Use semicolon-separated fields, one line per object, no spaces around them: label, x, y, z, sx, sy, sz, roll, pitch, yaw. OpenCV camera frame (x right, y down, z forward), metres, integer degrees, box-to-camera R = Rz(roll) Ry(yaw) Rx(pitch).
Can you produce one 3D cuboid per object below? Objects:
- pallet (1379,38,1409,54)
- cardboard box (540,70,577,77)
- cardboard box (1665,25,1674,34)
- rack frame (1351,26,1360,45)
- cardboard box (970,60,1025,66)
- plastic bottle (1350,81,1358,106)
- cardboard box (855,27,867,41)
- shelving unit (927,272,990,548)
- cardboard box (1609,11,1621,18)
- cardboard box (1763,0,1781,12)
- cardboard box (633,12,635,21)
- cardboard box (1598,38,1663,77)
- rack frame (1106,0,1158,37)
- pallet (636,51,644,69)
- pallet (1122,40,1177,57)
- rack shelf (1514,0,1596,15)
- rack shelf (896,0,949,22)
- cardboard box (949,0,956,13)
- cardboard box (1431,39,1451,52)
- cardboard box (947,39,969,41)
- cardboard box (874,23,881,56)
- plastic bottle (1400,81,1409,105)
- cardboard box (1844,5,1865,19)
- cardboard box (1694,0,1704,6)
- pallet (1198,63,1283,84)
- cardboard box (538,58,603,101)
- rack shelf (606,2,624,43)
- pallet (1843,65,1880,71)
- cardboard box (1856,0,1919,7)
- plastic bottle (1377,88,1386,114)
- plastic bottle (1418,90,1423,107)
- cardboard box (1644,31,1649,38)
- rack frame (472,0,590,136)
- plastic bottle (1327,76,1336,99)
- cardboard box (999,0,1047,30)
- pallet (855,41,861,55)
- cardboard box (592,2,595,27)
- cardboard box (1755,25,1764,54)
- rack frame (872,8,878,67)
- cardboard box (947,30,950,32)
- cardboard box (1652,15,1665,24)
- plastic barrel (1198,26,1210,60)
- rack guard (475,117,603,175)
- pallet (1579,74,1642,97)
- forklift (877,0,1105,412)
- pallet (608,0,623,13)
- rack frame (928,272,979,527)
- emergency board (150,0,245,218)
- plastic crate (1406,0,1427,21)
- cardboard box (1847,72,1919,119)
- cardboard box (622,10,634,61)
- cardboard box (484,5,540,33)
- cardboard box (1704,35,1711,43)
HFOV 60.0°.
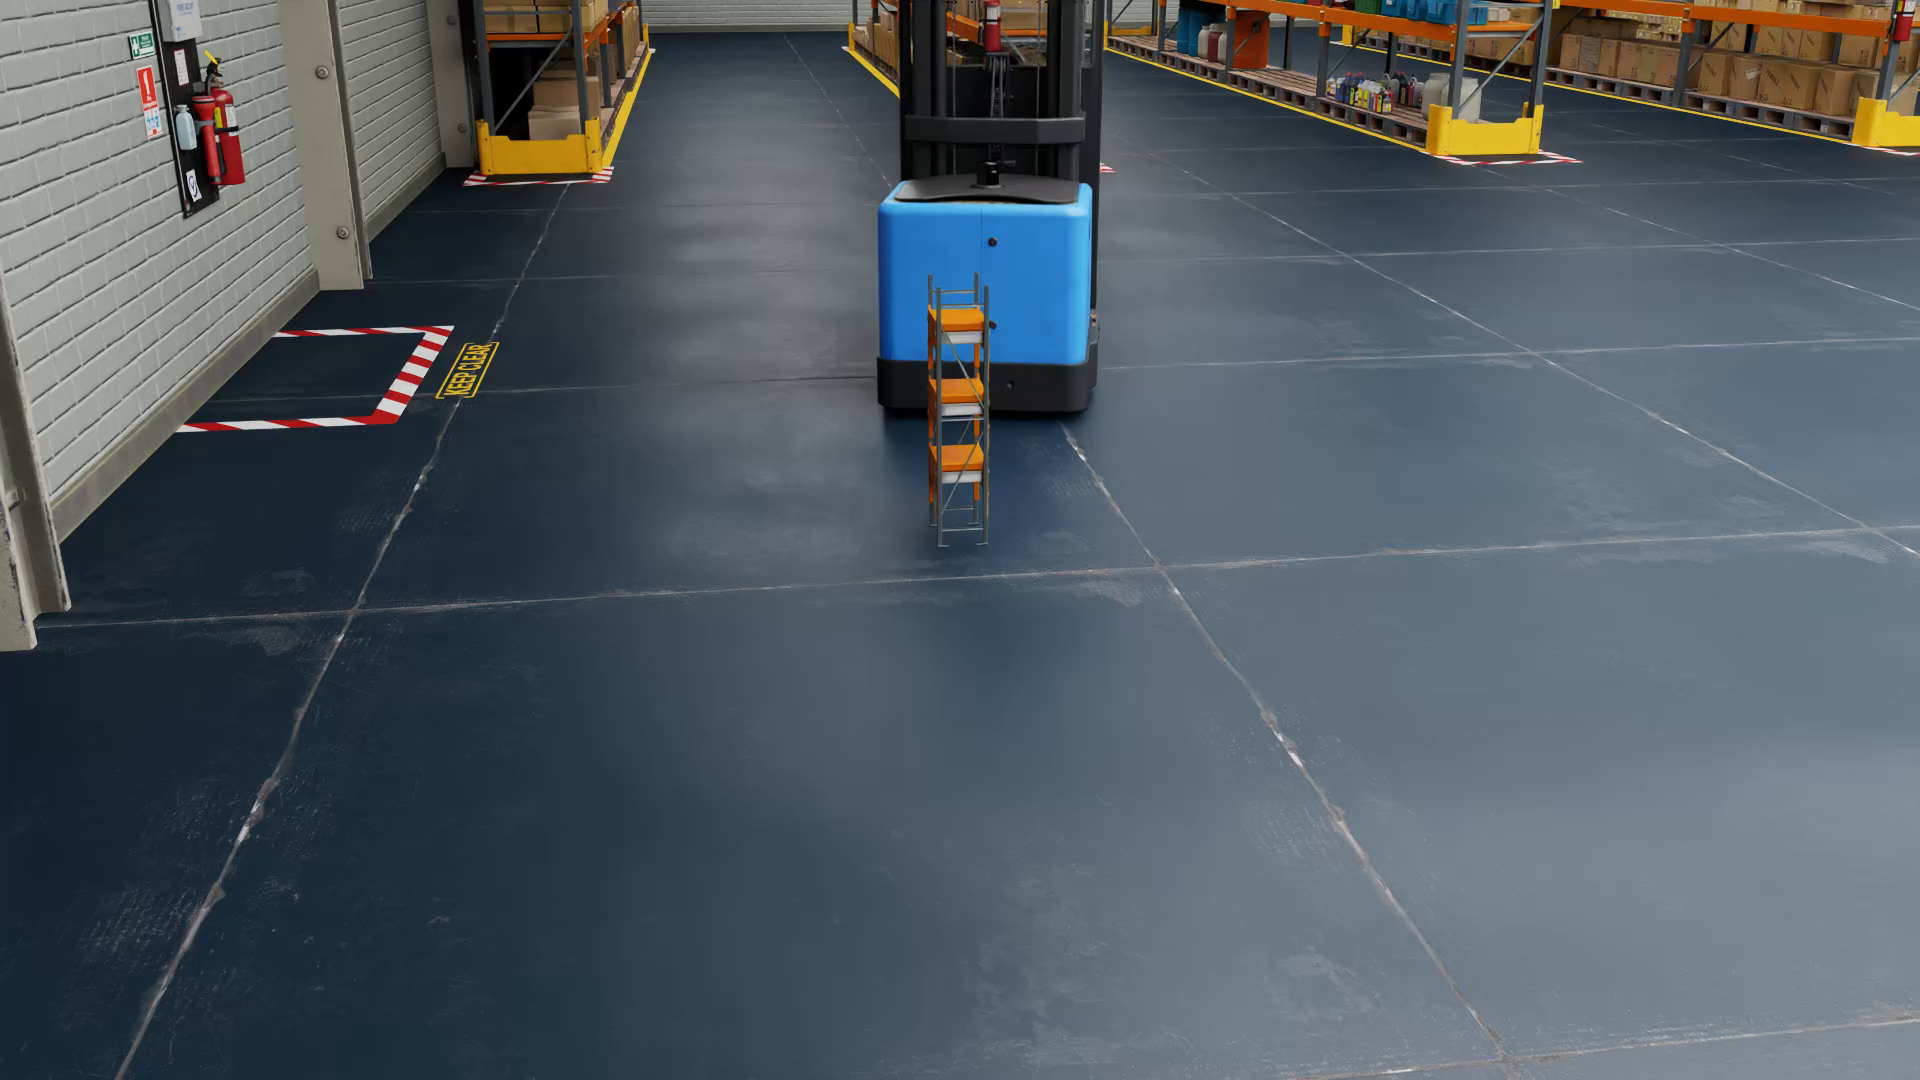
pallet;8.622;-9.335;31.407;1.003;0.211;1.213;-3;21;-8
cardboard box;-4.529;-5.109;19.051;0.500;0.500;0.500;-4;21;-12
cardboard box;13.289;-9.444;30.764;0.380;0.149;0.250;-4;21;-10
rack frame;8.257;-11.335;32.778;1.000;3.000;0.127;-3;21;-8
cardboard box;0.388;-4.728;17.345;0.500;0.500;0.500;-3;21;-8
plastic bottle;4.801;-5.439;20.246;0.061;0.283;0.133;-2;21;-5
cardboard box;-1.677;-9.379;30.842;0.500;0.250;0.500;-3;21;-8
shelving unit;-0.008;-0.510;6.582;0.215;1.050;0.252;-3;21;-8
cardboard box;12.987;-10.309;32.654;0.380;0.149;0.250;-3;21;-8
cardboard box;9.949;-6.455;20.070;0.380;0.149;0.250;-3;21;-8
cardboard box;-5.747;-8.922;28.363;0.380;0.149;0.250;-2;21;-6
cardboard box;9.707;-6.982;24.067;0.700;0.500;0.500;-1;21;-3
rack frame;3.355;-11.085;32.110;1.000;3.000;0.127;-3;21;-8
pallet;-5.904;-8.162;28.267;1.003;0.211;1.213;-3;21;-8
pallet;3.608;-9.070;30.699;1.003;0.211;1.213;-3;21;-8
rack shelf;9.122;-8.921;27.342;1.077;0.370;4.000;-3;21;-8
rack shelf;-0.105;-7.038;22.300;1.077;0.370;4.000;-3;21;-8
cardboard box;0.253;-6.576;19.892;0.700;0.500;0.500;-3;21;-9
cardboard box;8.945;-8.931;28.778;1.225;0.875;0.875;-3;21;-8
cardboard box;0.007;-6.890;23.404;0.500;0.311;0.500;-3;21;-9
cardboard box;-1.142;-8.307;27.615;0.500;0.500;0.500;-4;21;-10
plastic bottle;5.440;-5.464;20.311;0.061;0.283;0.133;-3;21;-8
cardboard box;10.195;-5.937;18.683;0.380;0.149;0.250;-3;21;-8
cardboard box;9.720;-6.973;21.458;0.380;0.149;0.250;-3;21;-8
pallet;4.354;-7.280;25.907;1.003;0.211;1.213;-3;21;-8
cardboard box;-4.841;-5.720;20.688;0.700;0.500;0.500;-2;21;-6
rack shelf;-5.007;-6.786;21.627;1.077;0.370;4.000;-3;21;-8
pallet;14.372;-7.198;25.685;1.003;0.211;1.213;-3;21;-8
cardboard box;10.511;-6.174;18.390;0.875;0.500;0.500;-3;21;-8
plastic bottle;4.928;-5.133;19.425;0.061;0.283;0.133;-2;21;-6
plastic bottle;5.601;-5.343;20.106;0.097;0.201;0.097;0;20;0
cardboard box;13.242;-9.597;31.600;0.380;0.149;0.250;-3;21;-7
rack frame;-4.142;-5.046;15.940;1.000;3.000;0.127;-3;21;-8
plastic bottle;4.697;-5.726;21.031;0.097;0.271;0.097;0;20;0
cardboard box;0.705;-5.506;17.029;0.700;0.500;0.500;-3;21;-8
pallet;-1.420;-9.228;31.123;1.003;0.211;1.213;-3;21;-8
cardboard box;-3.987;-5.349;16.937;0.500;0.250;0.500;-4;21;-9
cardboard box;13.767;-8.558;28.315;0.500;0.500;0.500;-3;21;-7
rack frame;-0.970;-9.452;27.736;1.000;3.000;0.127;-3;21;-8
cardboard box;-0.325;-7.629;25.799;0.500;0.500;0.500;-3;21;-8
cardboard box;13.237;-9.771;31.213;0.380;0.149;0.250;-4;21;-10
plastic barrel;4.089;-8.097;27.065;0.421;0.512;0.421;0;20;0
rack guard;-4.153;-3.901;16.447;1.175;0.500;0.348;-3;21;-8
pallet;9.694;-6.567;23.997;1.003;0.211;1.213;-3;21;-8
forklift;0.243;-2.477;9.158;1.130;2.935;3.031;2;21;5
pallet;-4.685;-6.613;20.409;1.003;0.211;1.213;-3;21;-8
rack frame;-0.025;-0.553;6.695;0.200;1.050;0.008;-3;21;-8
emergency board;-3.915;-2.310;8.614;0.194;1.169;0.643;-3;21;-8
plastic crate;5.206;-5.859;18.330;0.499;0.251;0.408;-3;21;-8
cardboard box;10.490;-5.038;18.891;0.500;0.500;0.500;1;20;2
cardboard box;-5.518;-7.864;25.958;0.750;0.750;0.750;-2;21;-6
cardboard box;-4.401;-5.137;16.369;0.500;0.250;0.500;-3;21;-7
cardboard box;13.983;-9.261;30.699;0.380;0.149;0.250;-2;21;-6
